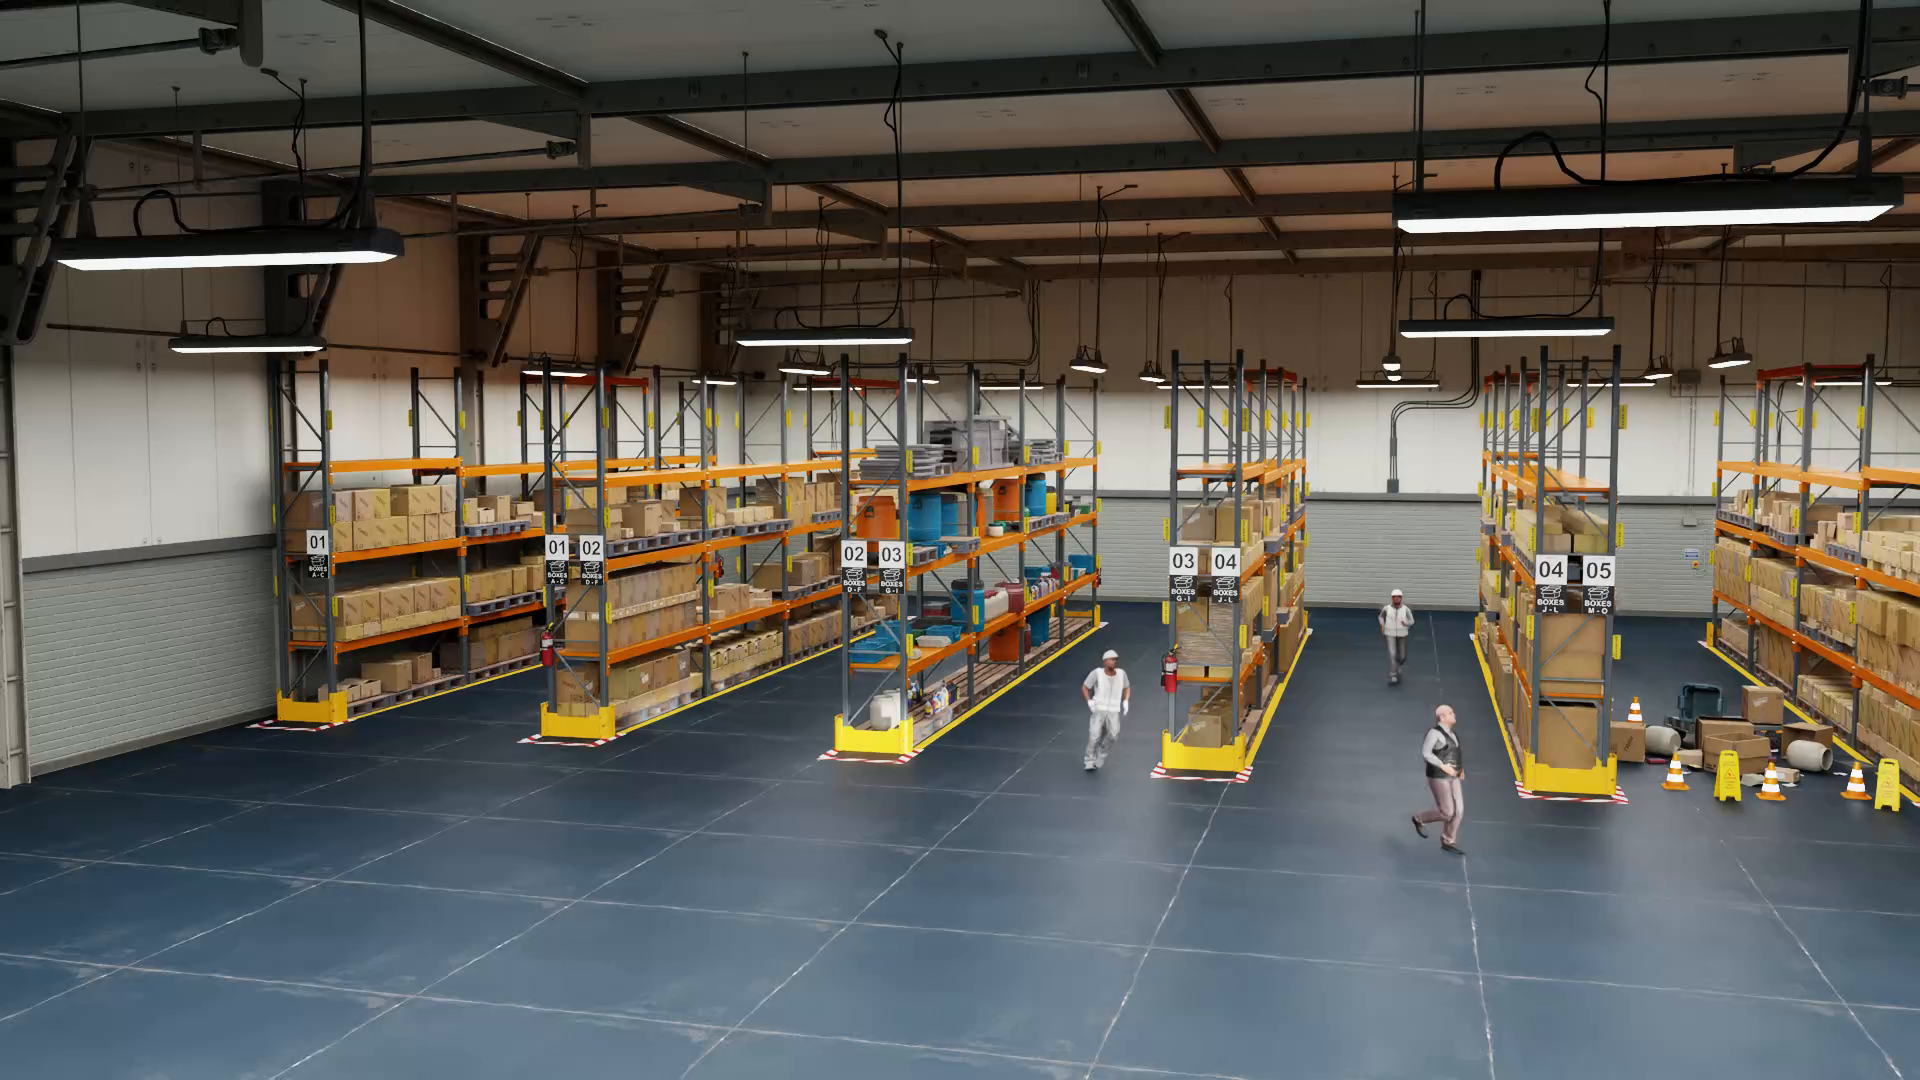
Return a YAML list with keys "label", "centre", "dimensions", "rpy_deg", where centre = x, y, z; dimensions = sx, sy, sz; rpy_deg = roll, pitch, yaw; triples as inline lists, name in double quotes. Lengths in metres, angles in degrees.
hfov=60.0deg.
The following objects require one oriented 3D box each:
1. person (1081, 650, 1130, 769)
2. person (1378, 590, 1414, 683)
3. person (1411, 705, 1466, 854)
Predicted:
- label: "person"
  centre: [2.103, 2.431, 23.693]
  dimensions: [0.745, 1.721, 0.537]
  rpy_deg: [-1, 4, -8]
- label: "person"
  centre: [8.372, 1.824, 31.926]
  dimensions: [0.667, 1.750, 0.915]
  rpy_deg: [1, 4, 11]
- label: "person"
  centre: [5.592, 2.775, 19.381]
  dimensions: [0.660, 1.706, 0.676]
  rpy_deg: [-4, 6, -45]
